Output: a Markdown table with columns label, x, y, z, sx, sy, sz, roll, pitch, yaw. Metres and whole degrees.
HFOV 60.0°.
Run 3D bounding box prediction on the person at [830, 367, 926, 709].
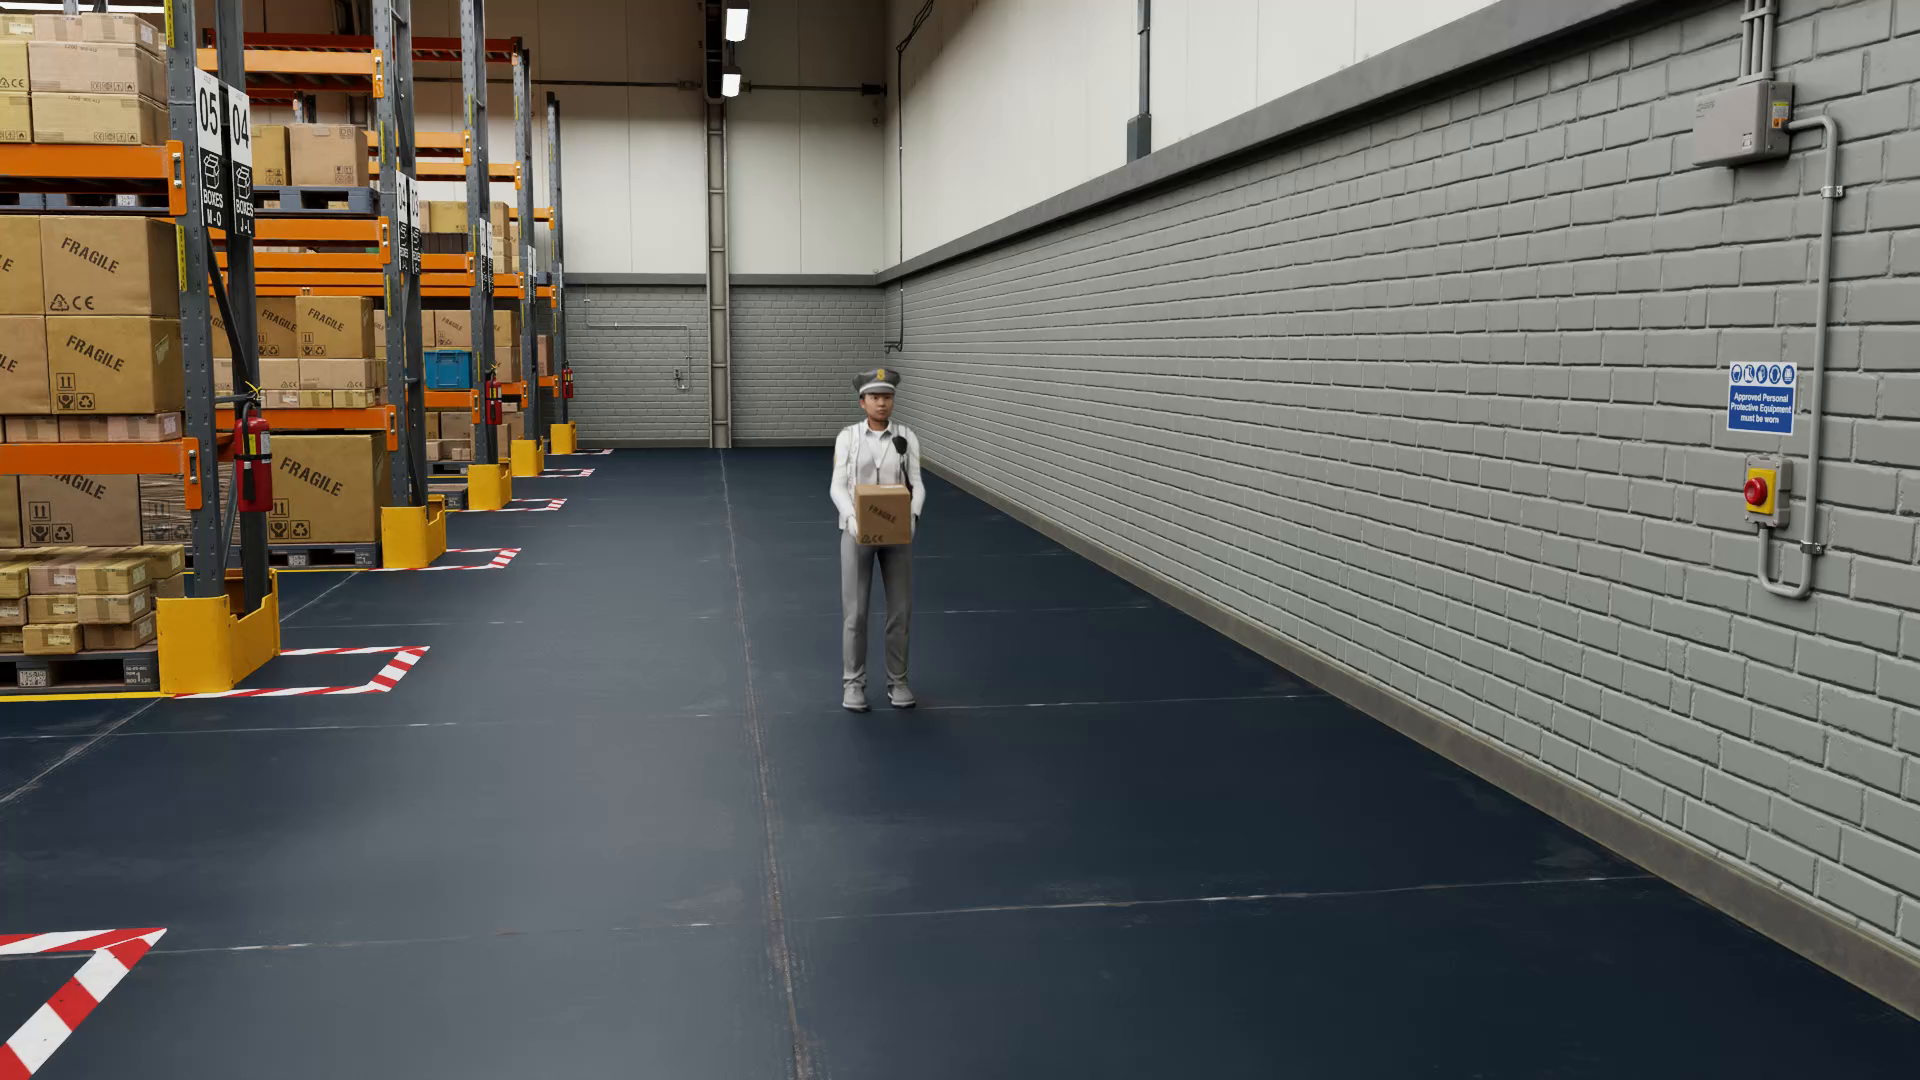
| label | x | y | z | sx | sy | sz | roll | pitch | yaw |
| --- | --- | --- | --- | --- | --- | --- | --- | --- | --- |
| person | -0.402 | -0.008 | 8.270 | 0.479 | 1.692 | 0.529 | -1 | 7 | -9 |
